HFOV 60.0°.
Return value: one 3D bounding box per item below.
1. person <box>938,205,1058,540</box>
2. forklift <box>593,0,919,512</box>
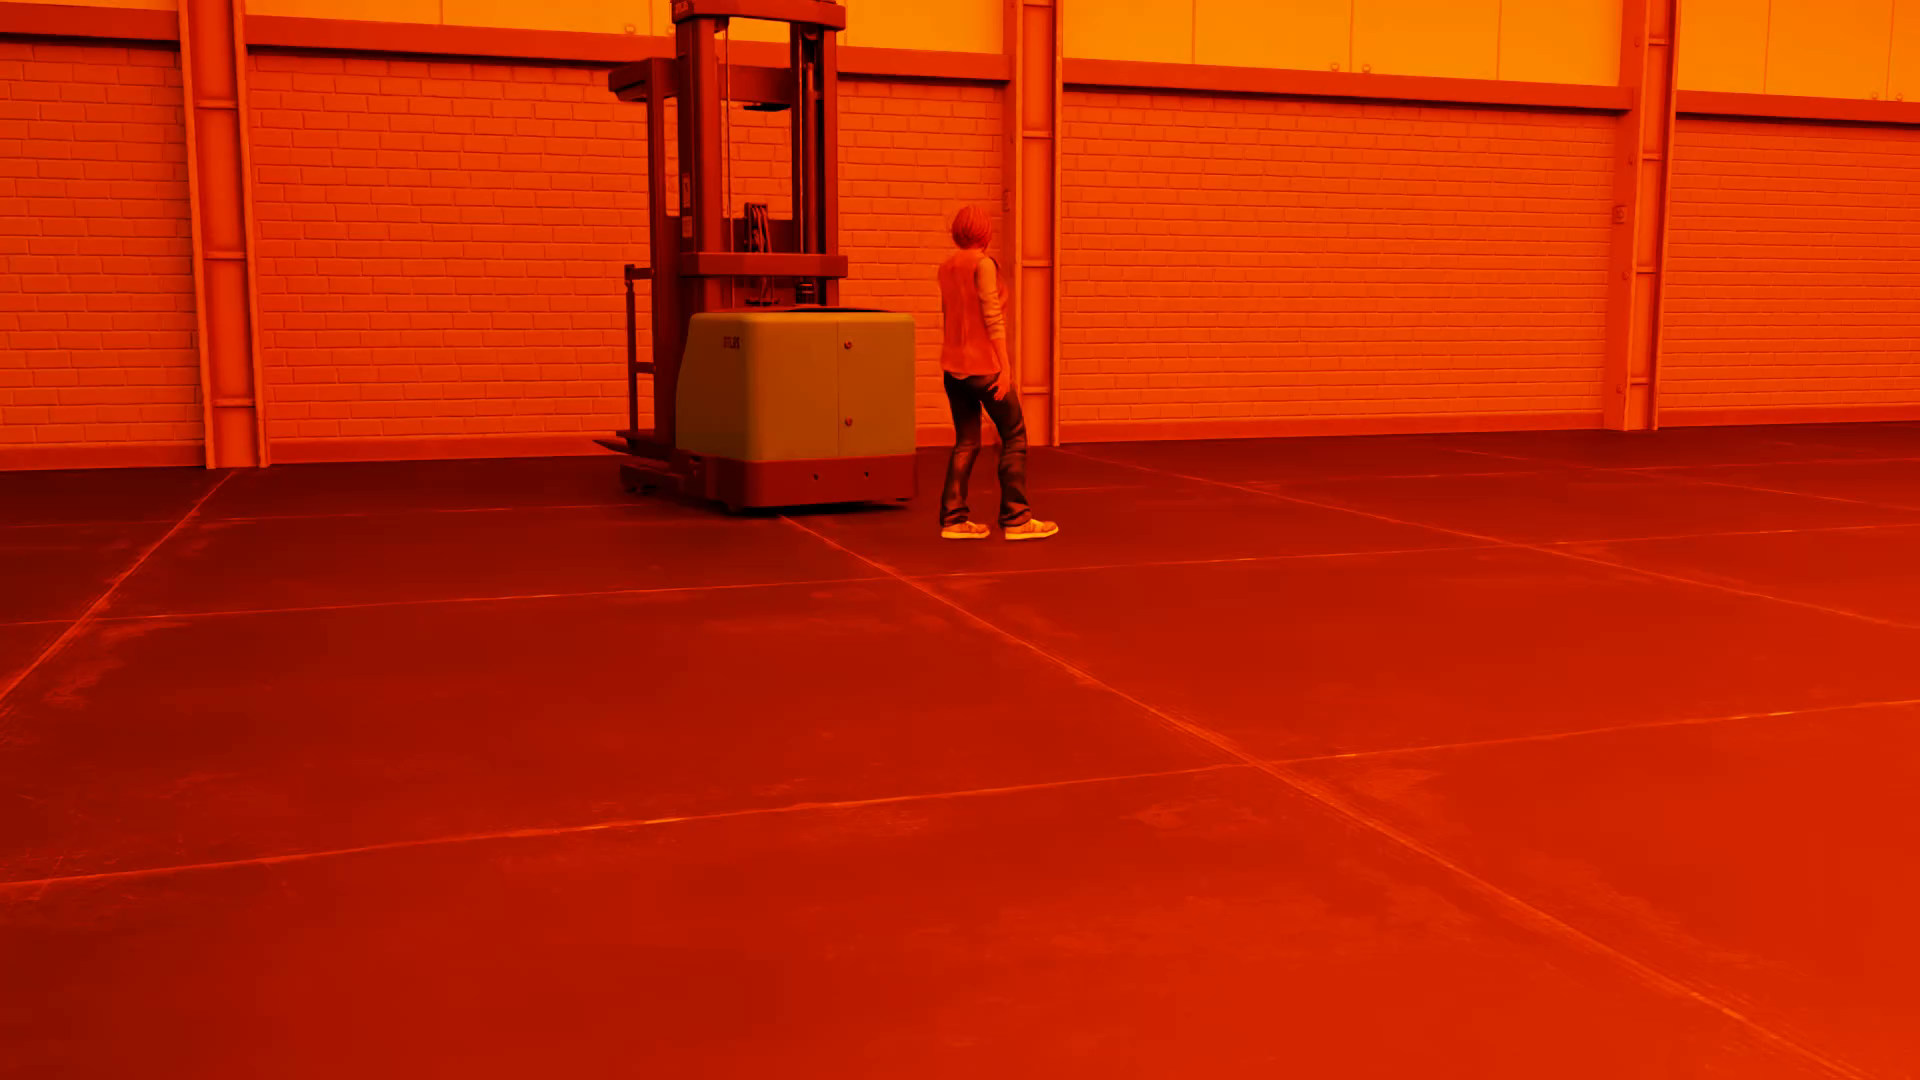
[{"bbox_3d":[0.119,-0.792,7.908,0.519,1.578,0.547,-6,10,-38],"label":"person"},{"bbox_3d":[-1.416,-1.756,9.963,1.130,2.935,3.031,-5,9,-31],"label":"forklift"}]
